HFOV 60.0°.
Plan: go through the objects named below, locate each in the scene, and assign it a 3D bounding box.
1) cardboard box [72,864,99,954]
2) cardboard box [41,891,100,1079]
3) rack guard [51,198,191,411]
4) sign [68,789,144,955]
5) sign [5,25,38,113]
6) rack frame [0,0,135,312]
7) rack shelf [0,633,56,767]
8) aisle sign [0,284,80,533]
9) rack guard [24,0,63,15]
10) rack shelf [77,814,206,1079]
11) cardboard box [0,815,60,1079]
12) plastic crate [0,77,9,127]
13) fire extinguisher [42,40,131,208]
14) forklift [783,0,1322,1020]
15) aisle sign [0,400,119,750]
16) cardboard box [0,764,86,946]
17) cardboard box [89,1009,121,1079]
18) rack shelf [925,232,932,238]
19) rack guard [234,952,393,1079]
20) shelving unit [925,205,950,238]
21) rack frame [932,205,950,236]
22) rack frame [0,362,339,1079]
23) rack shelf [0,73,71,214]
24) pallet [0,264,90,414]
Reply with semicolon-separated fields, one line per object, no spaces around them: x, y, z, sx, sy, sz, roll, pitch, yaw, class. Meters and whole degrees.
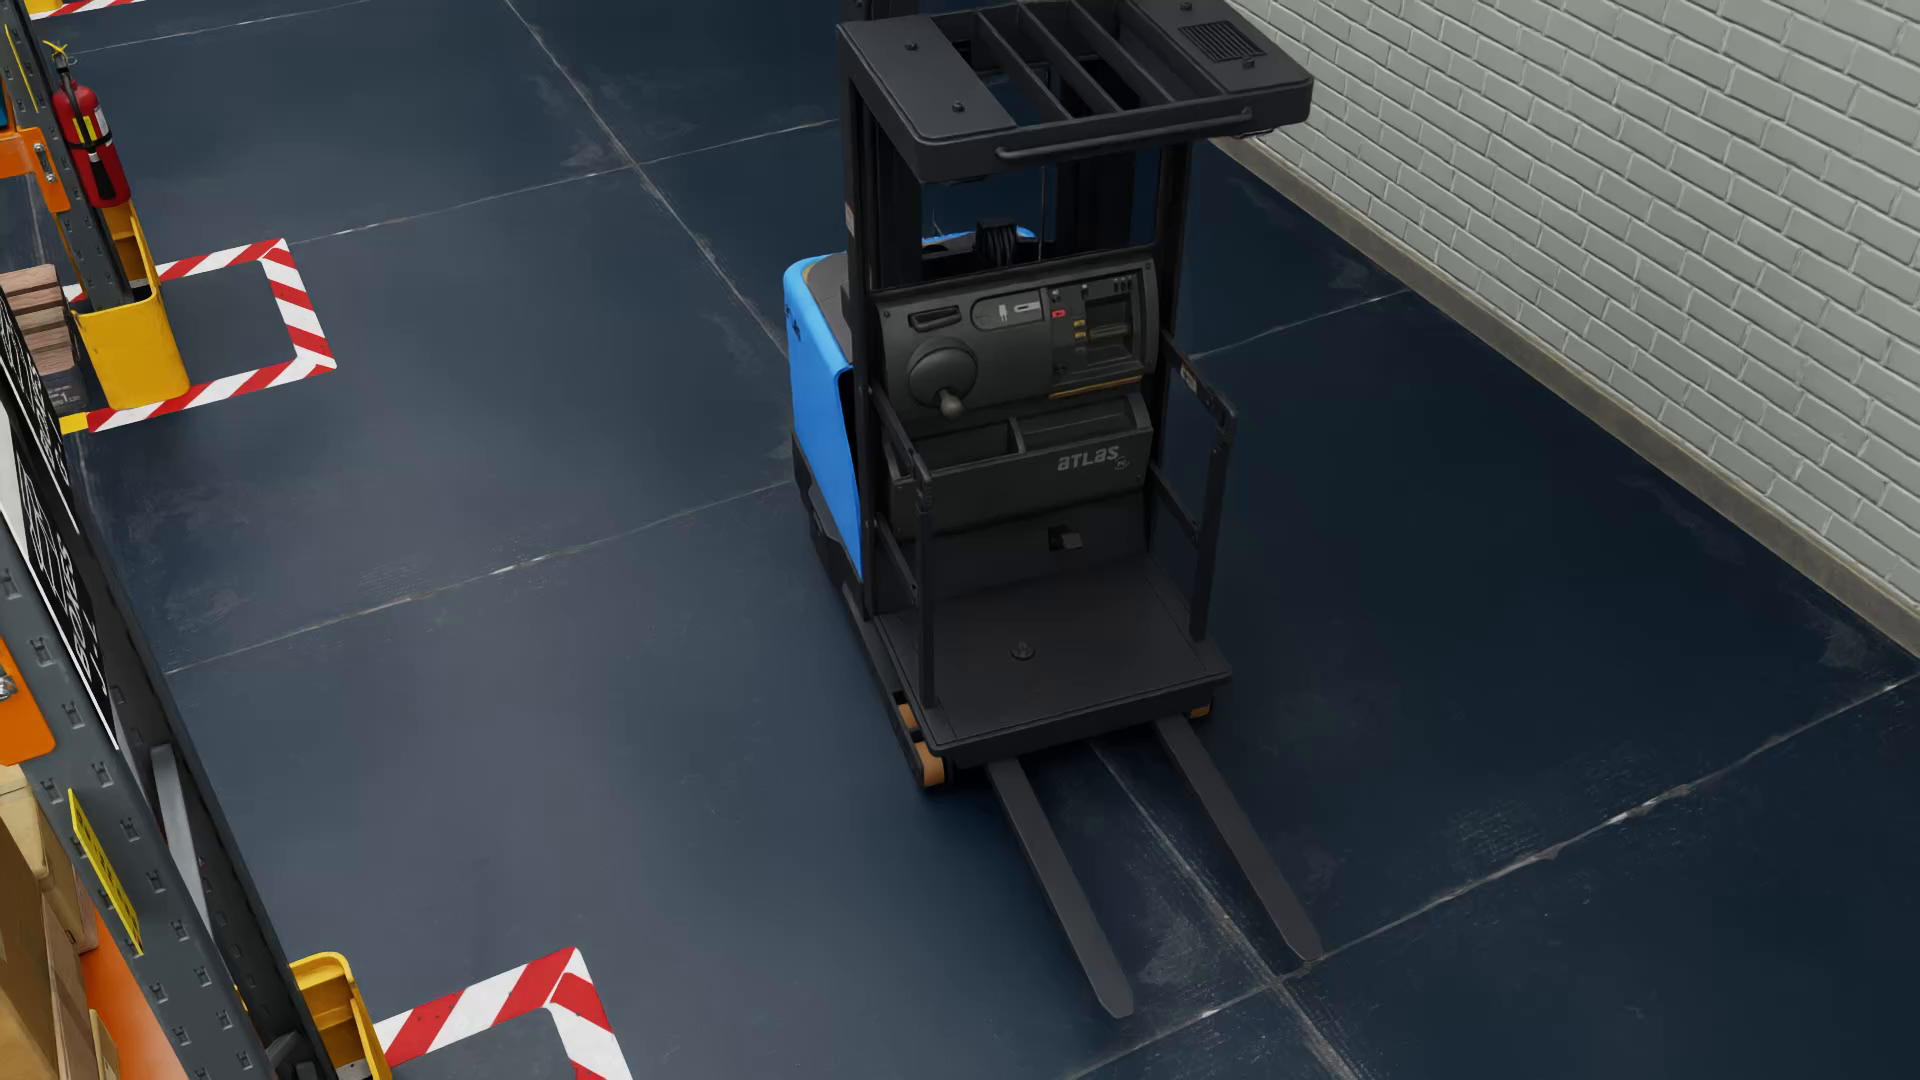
-2.095;0.773;3.710;0.250;0.149;0.380;-18;43;-20;cardboard box
-1.935;1.000;3.132;0.500;0.250;0.500;-19;44;-21;cardboard box
-3.900;-1.139;7.708;0.348;0.500;1.175;-19;44;-21;rack guard
-1.390;0.543;2.708;0.005;0.325;0.100;-19;44;-21;sign
-3.647;-1.830;6.464;0.005;0.325;0.100;-19;44;-21;sign
-3.916;-2.078;6.884;0.127;3.000;1.000;-19;44;-21;rack frame
-3.402;0.486;2.089;4.000;0.370;1.077;-19;44;-21;rack shelf
-1.703;-0.426;2.919;0.004;0.787;0.394;-19;44;-21;aisle sign
-6.268;-3.941;11.019;0.348;0.500;1.175;-19;44;-21;rack guard
-3.402;1.631;3.058;4.000;0.370;1.077;-19;44;-21;rack shelf
-1.939;0.713;2.891;0.500;0.500;0.500;-18;43;-20;cardboard box
-4.126;-1.908;6.608;0.499;0.435;0.616;-19;44;-21;plastic crate
-3.572;-1.691;6.775;0.183;0.674;0.296;-19;44;-21;fire extinguisher
0.270;-0.566;5.150;1.130;2.935;3.031;-13;42;-14;forklift
-1.425;-0.082;2.513;0.004;0.787;0.394;-19;44;-21;aisle sign
-2.178;0.692;3.496;0.500;0.250;0.500;-20;44;-22;cardboard box
-1.792;1.151;3.263;0.250;0.149;0.380;-18;43;-20;cardboard box
-0.193;-1.073;6.782;0.240;0.259;0.215;-13;42;-14;rack shelf
-1.607;1.707;4.347;0.348;0.500;1.175;-19;44;-21;rack guard
-0.193;-0.865;6.959;0.252;1.050;0.215;-13;42;-14;shelving unit
-0.077;-0.890;6.989;0.008;1.050;0.200;-13;42;-14;rack frame
-1.626;0.762;3.528;0.053;2.616;0.949;-19;44;-21;rack frame
-5.690;-1.207;6.411;4.000;0.370;1.077;-19;44;-21;rack shelf
-4.665;-0.790;7.520;1.213;0.211;1.003;-19;44;-21;pallet
